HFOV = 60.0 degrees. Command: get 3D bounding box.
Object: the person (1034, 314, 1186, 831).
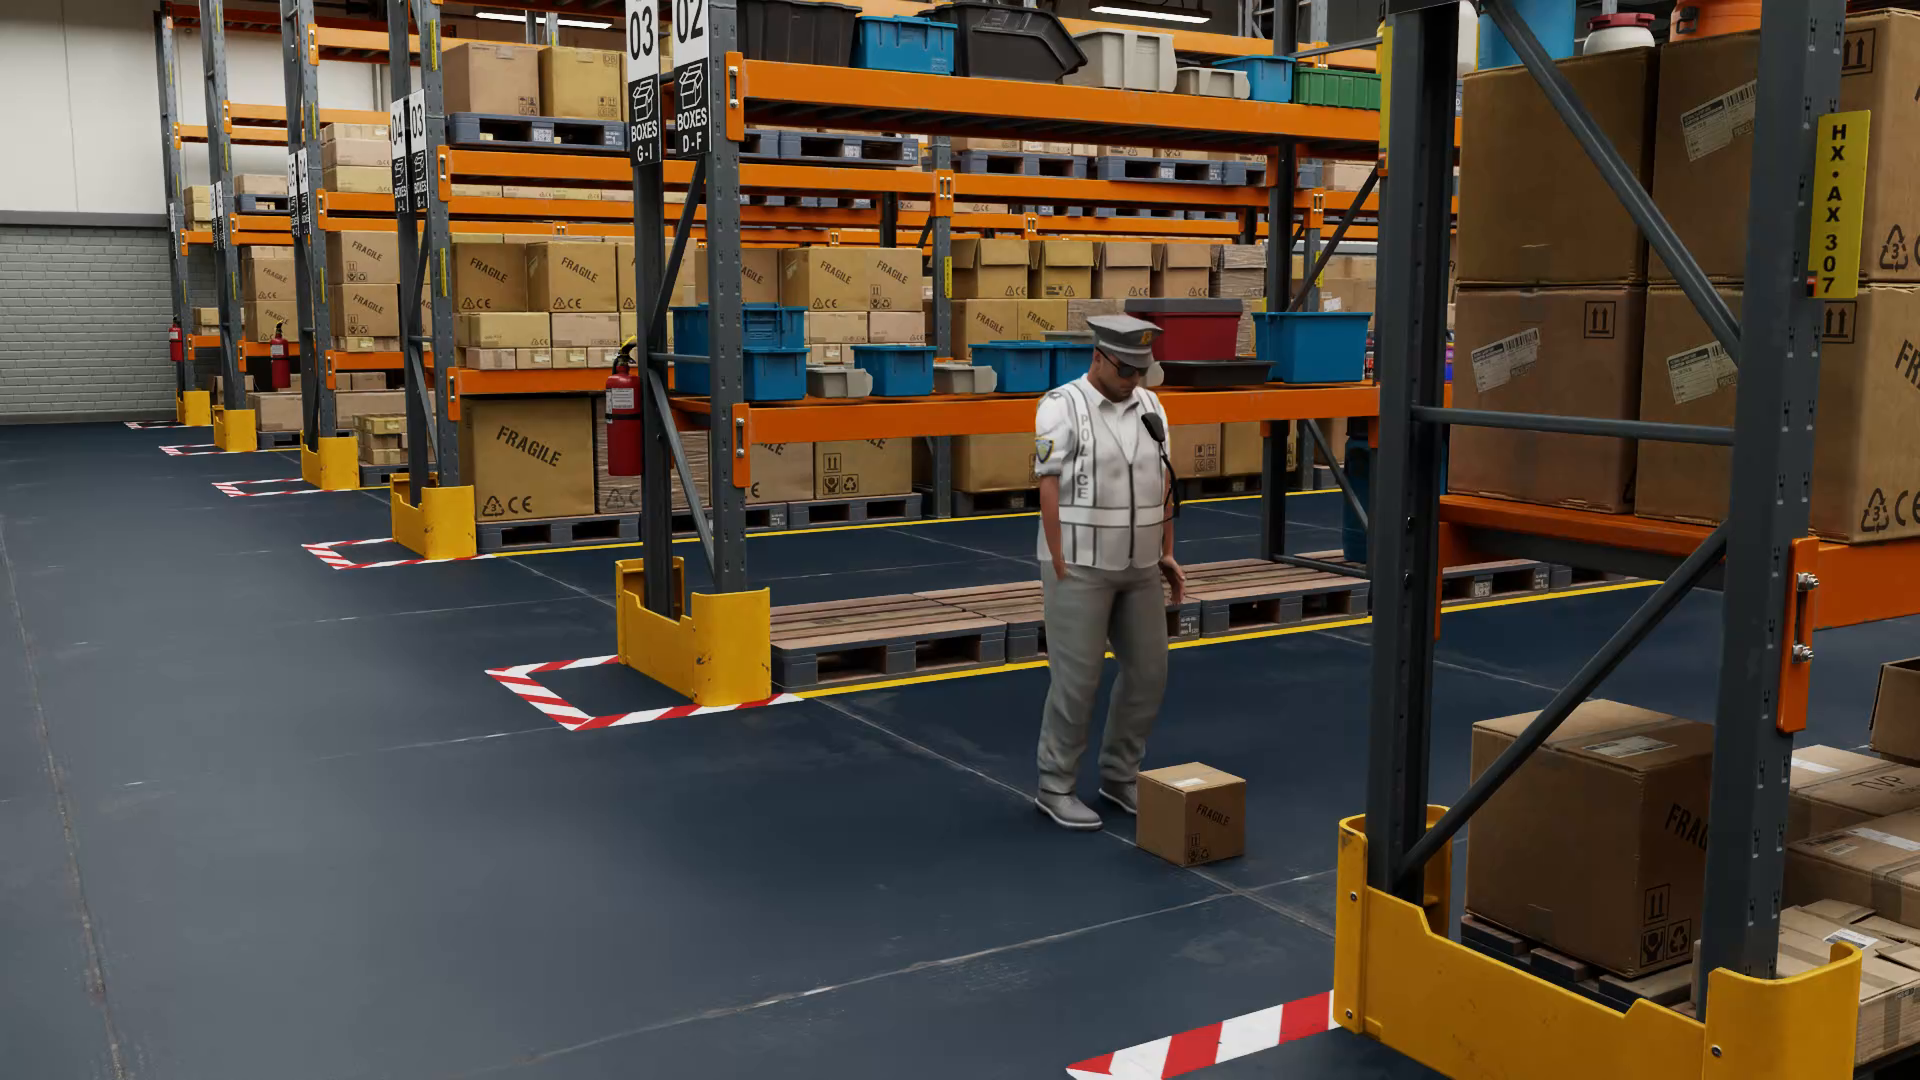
[{"bbox_3d":[0.507,0.097,5.728,0.538,1.733,0.392,-5,9,-30],"label":"person"}]
